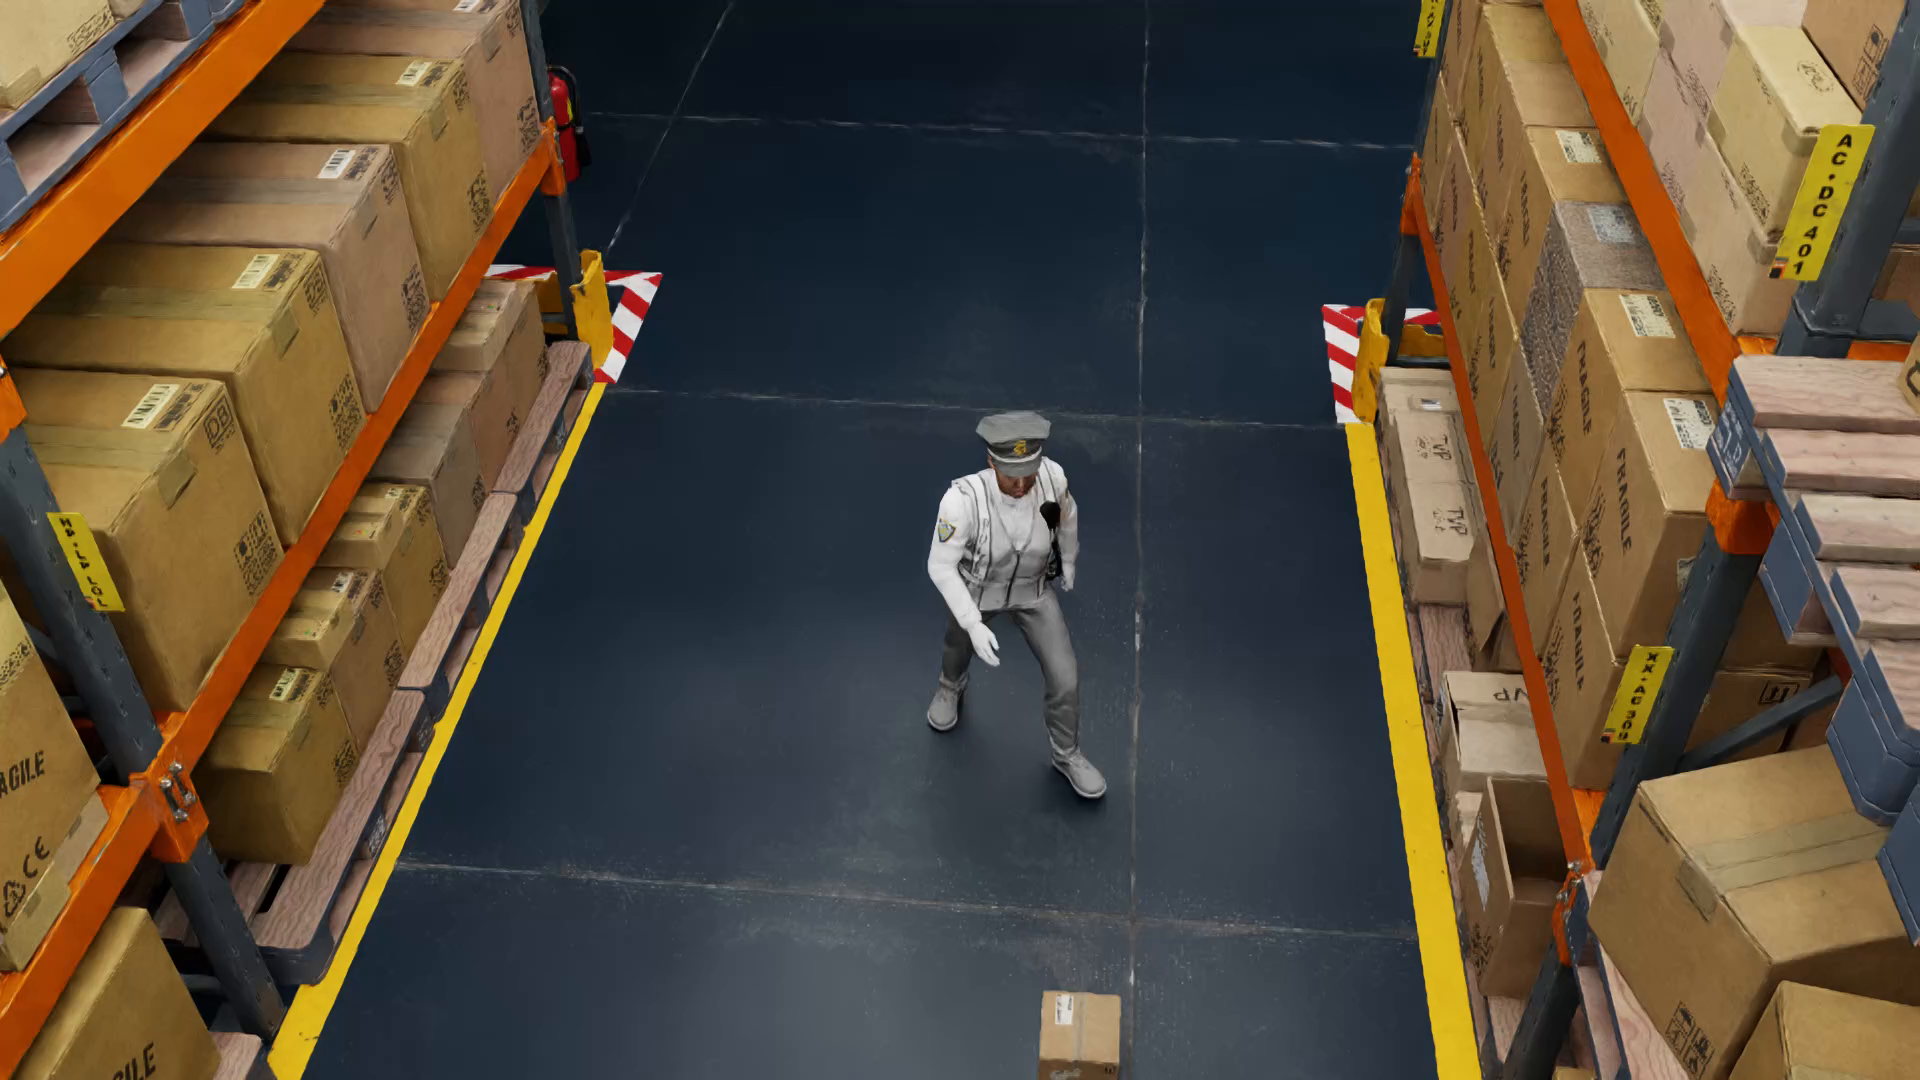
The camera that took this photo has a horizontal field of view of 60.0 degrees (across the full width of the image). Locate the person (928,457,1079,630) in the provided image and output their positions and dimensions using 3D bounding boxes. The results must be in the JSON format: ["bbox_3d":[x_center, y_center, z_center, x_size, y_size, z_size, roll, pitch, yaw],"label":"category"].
[{"bbox_3d":[0.171,-0.025,5.729,0.596,0.585,0.434,-8,41,-9],"label":"person"}]
